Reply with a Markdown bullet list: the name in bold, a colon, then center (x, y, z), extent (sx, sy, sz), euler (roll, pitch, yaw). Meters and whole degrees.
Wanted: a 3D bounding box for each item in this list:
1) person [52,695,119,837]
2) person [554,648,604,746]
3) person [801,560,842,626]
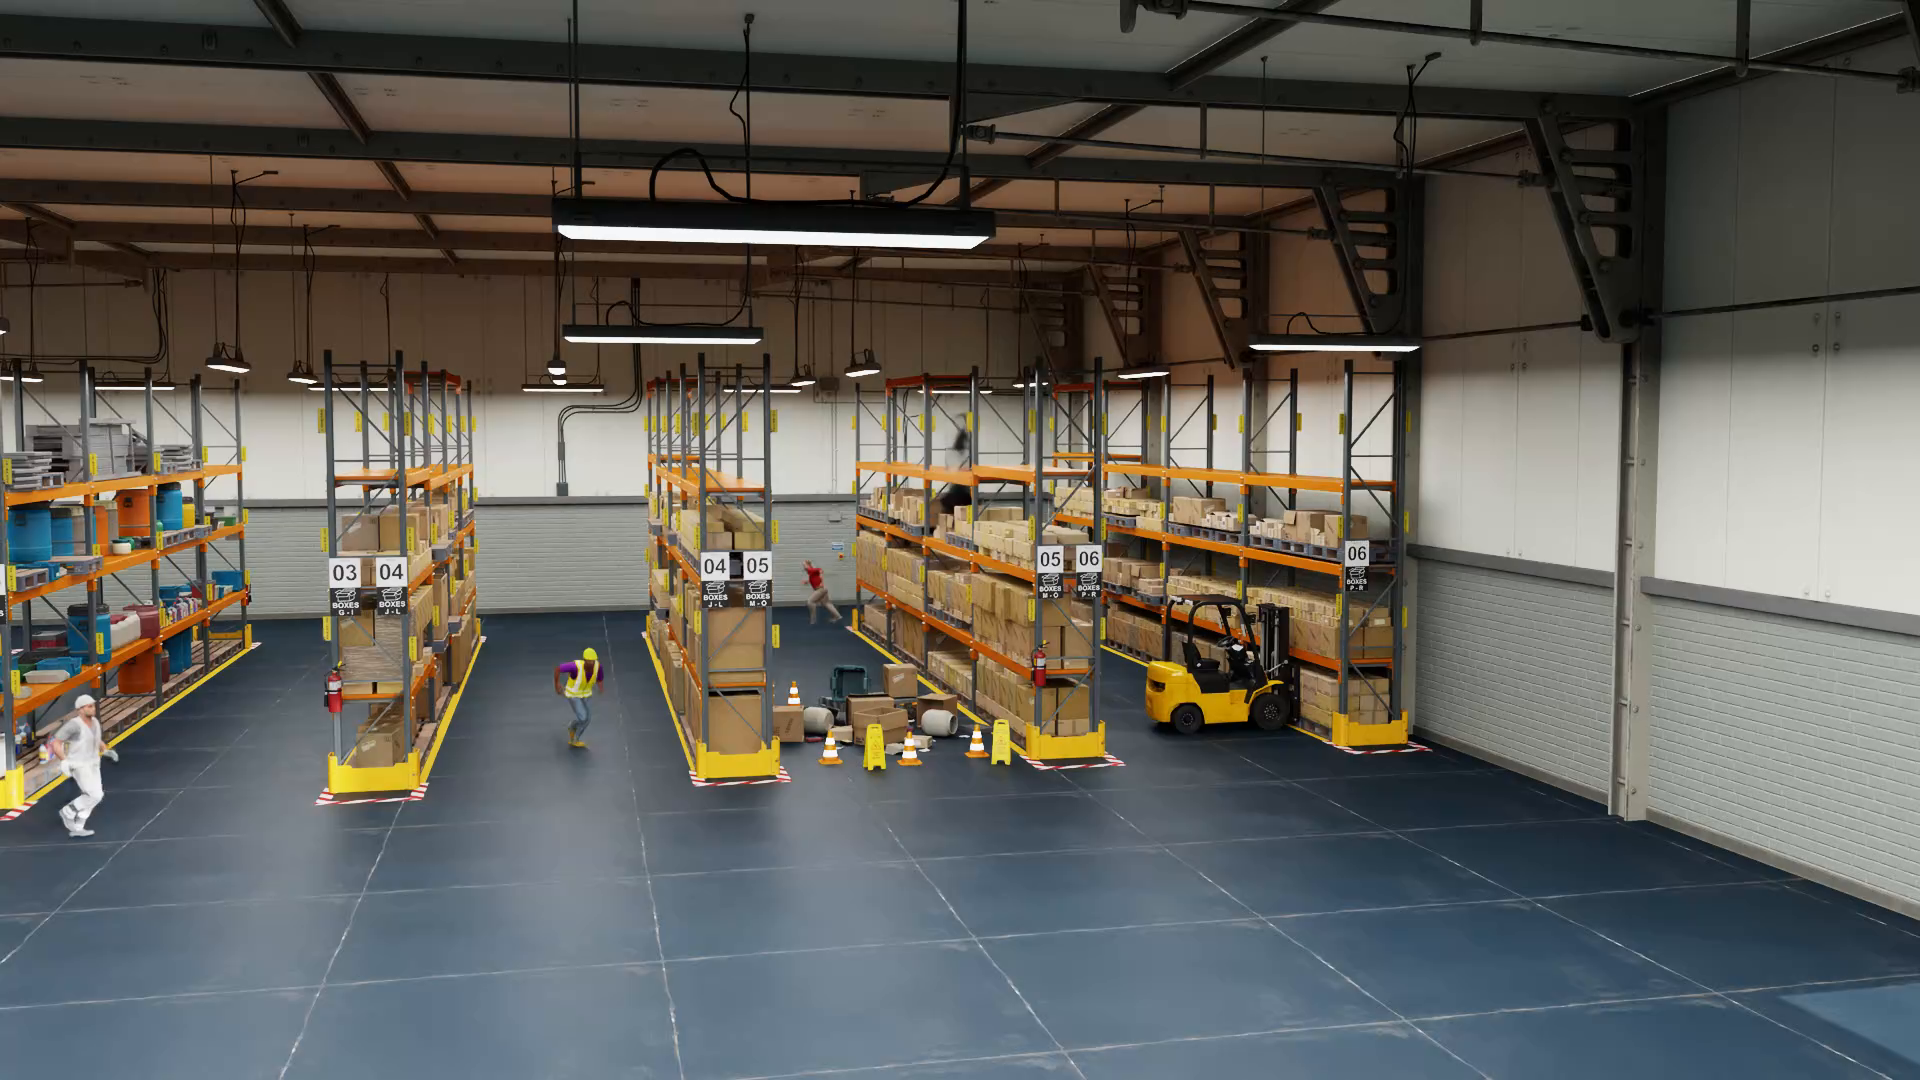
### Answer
- **person**: center (-10.548, 2.735, 20.097), extent (0.632, 1.732, 0.670), euler (1, 4, 9)
- **person**: center (-5.848, 2.434, 25.584), extent (0.735, 1.578, 0.838), euler (-4, 5, -42)
- **person**: center (-3.449, 1.343, 41.404), extent (1.025, 1.699, 0.699), euler (-1, 4, -11)
